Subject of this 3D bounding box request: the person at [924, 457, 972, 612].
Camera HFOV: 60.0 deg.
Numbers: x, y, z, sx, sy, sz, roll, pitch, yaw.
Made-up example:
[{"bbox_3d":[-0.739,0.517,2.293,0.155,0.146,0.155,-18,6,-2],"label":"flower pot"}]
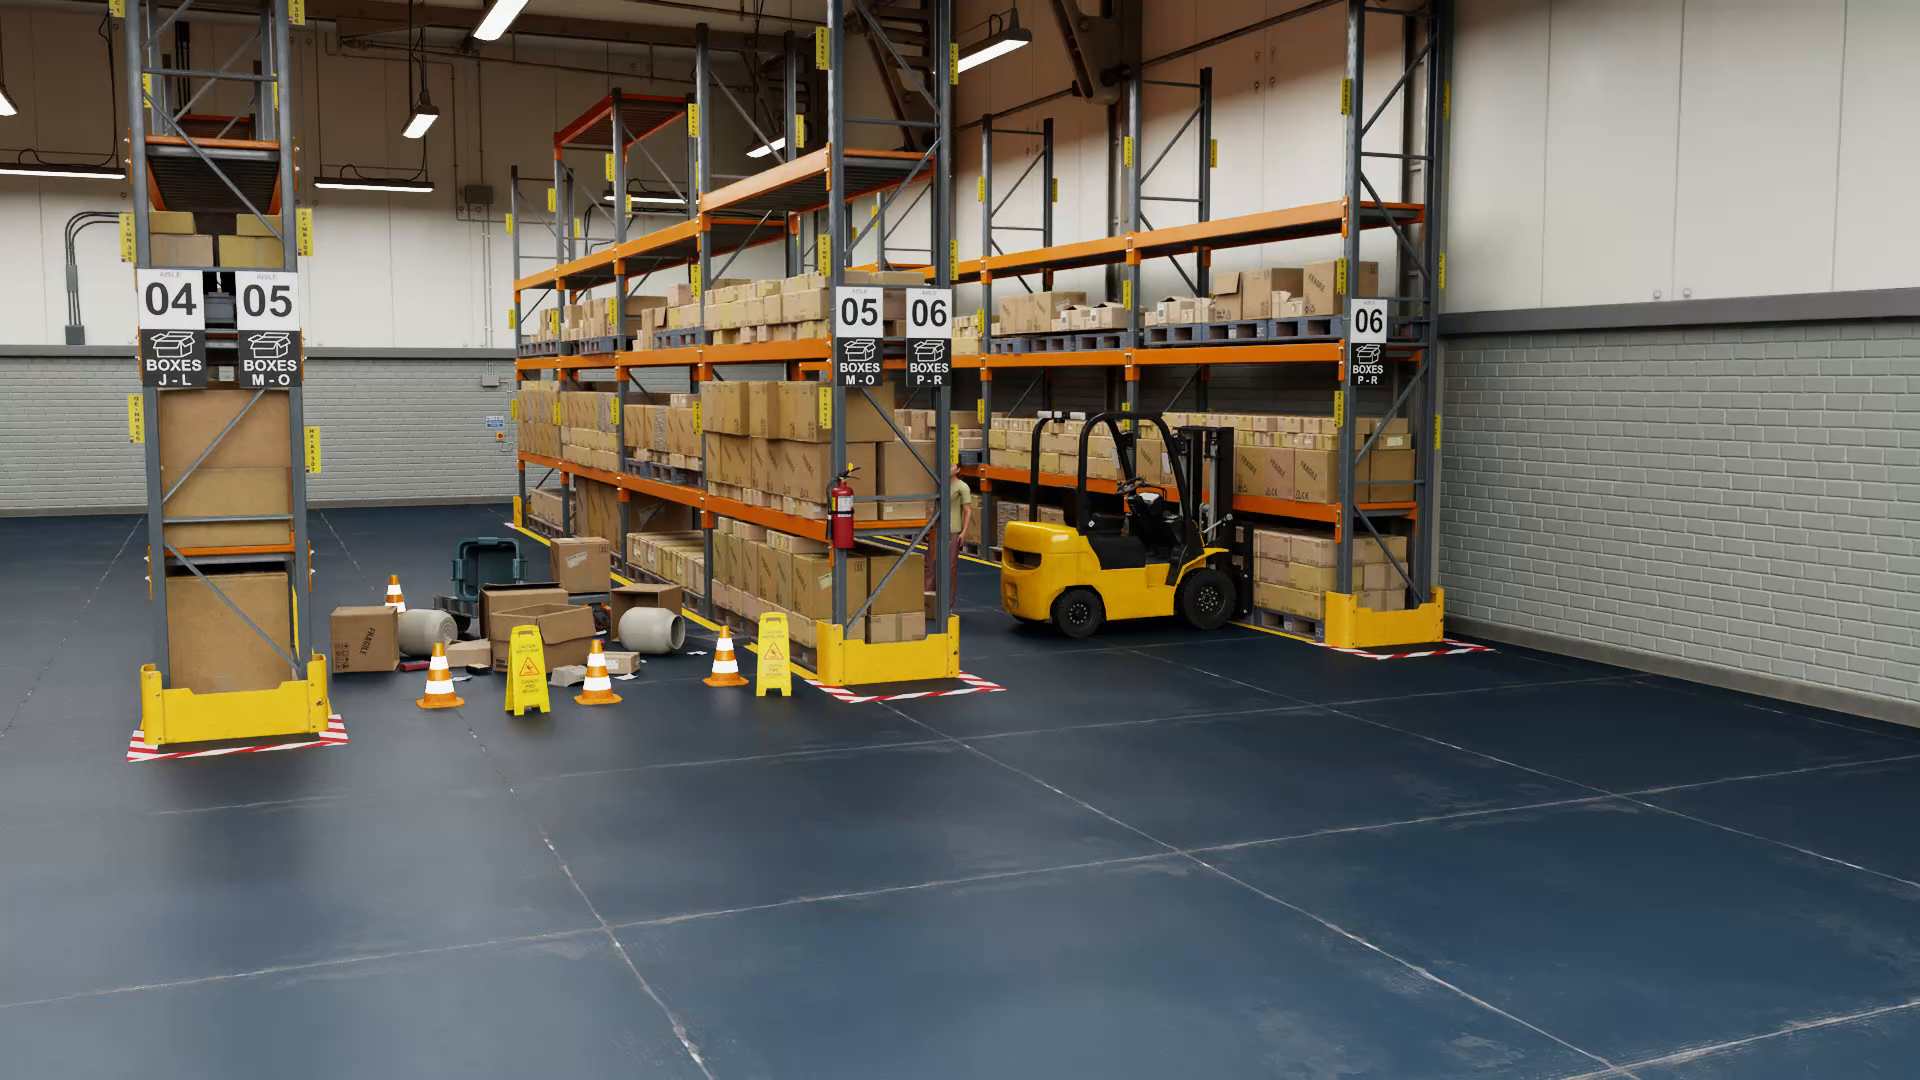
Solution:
[{"bbox_3d":[-0.189,-0.052,17.469,0.554,1.666,0.534,4,7,37],"label":"person"}]
